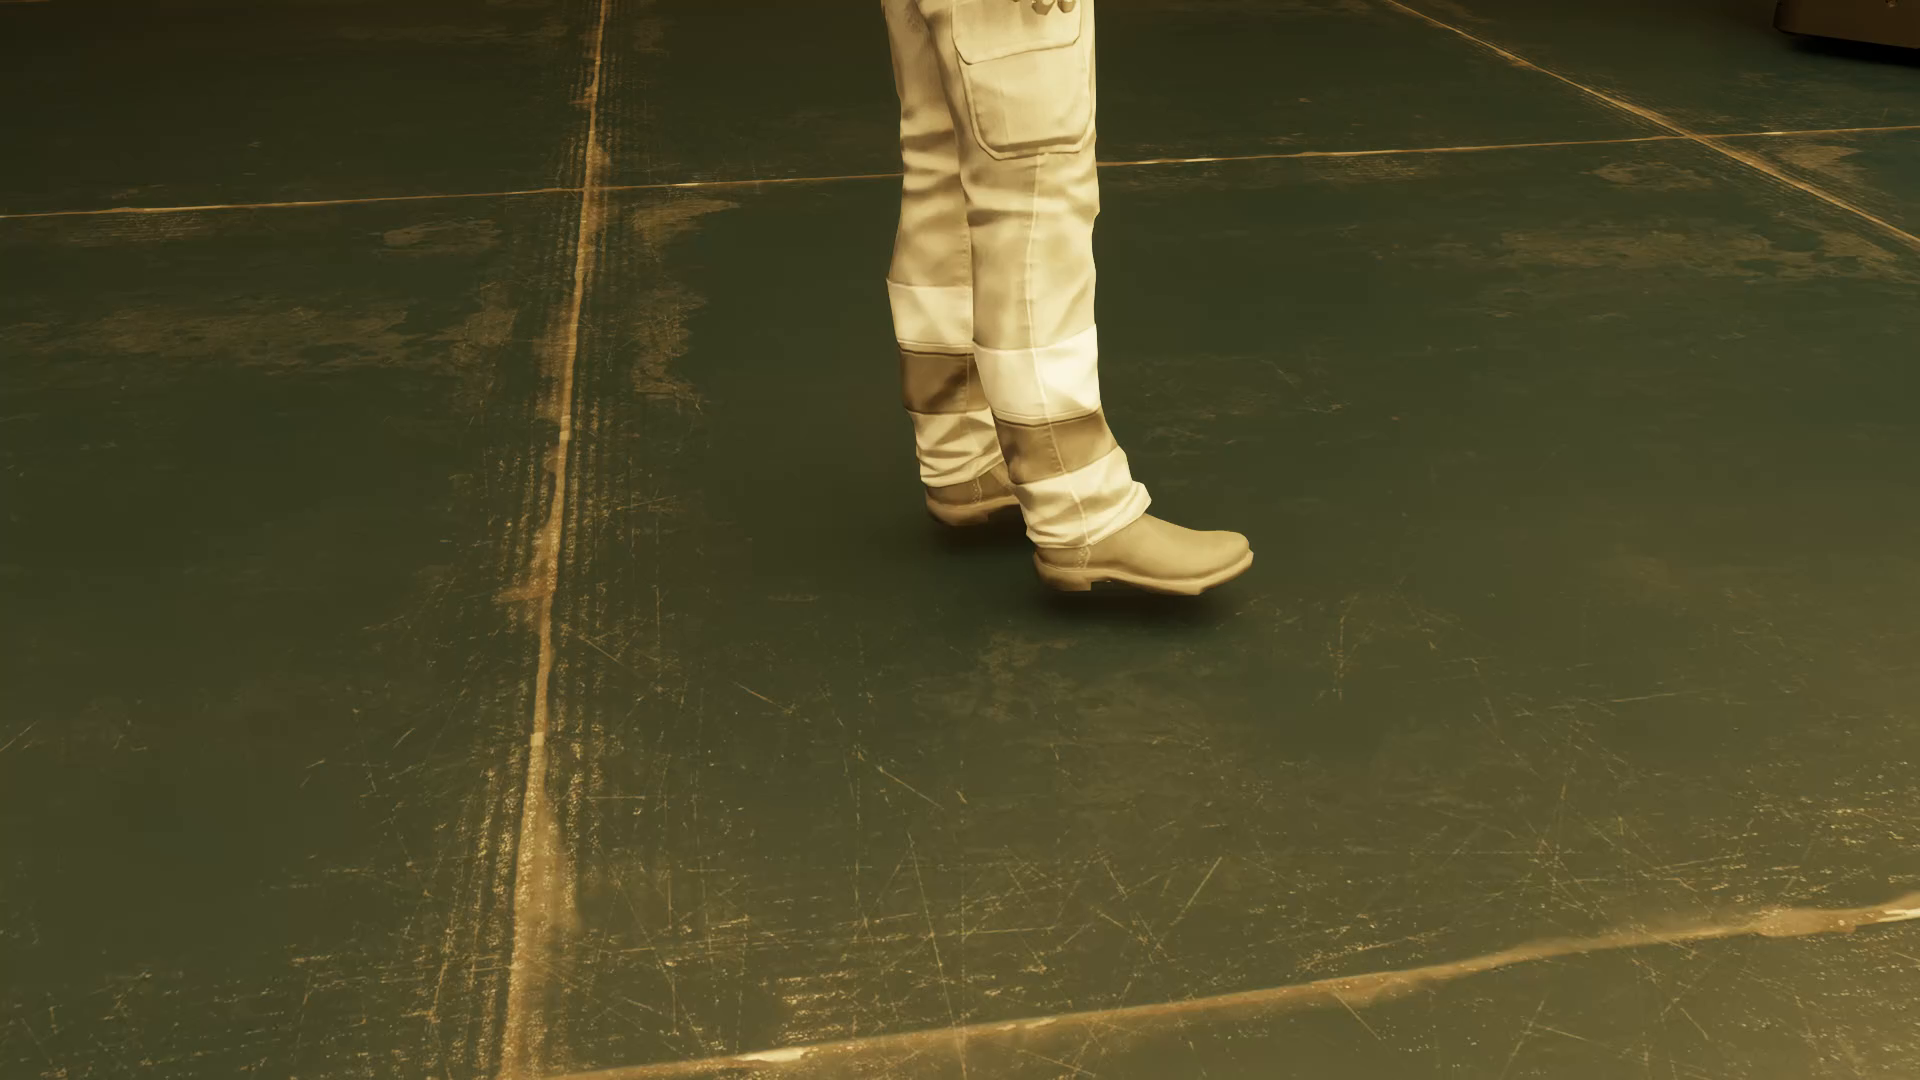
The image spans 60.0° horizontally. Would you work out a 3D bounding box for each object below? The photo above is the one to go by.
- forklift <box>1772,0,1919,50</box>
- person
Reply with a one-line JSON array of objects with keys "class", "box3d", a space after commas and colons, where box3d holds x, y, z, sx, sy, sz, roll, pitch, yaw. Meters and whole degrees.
[{"class": "forklift", "box3d": [4.110, -3.294, 5.581, 1.130, 2.935, 3.031, 24, 36, 37]}, {"class": "person", "box3d": [0.081, -0.833, 2.059, 0.564, 1.787, 0.637, -5, 28, -9]}]
